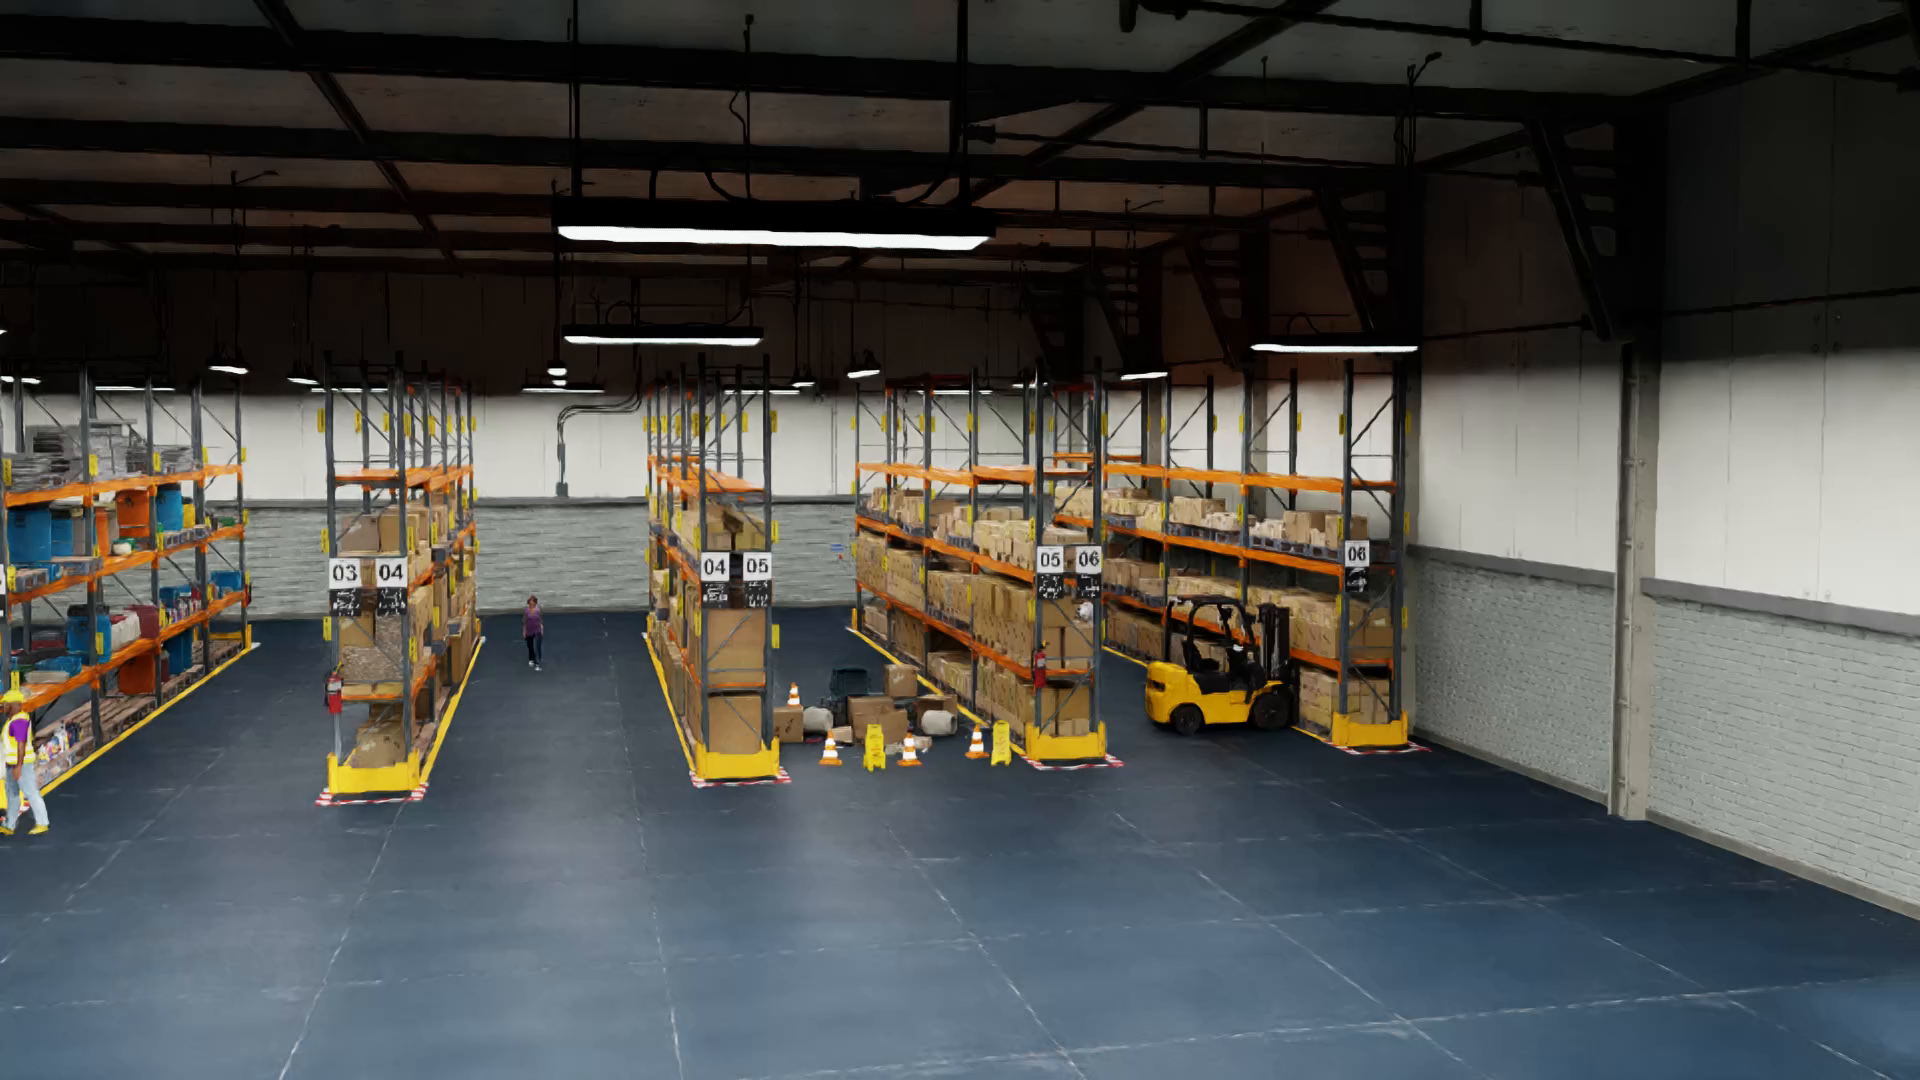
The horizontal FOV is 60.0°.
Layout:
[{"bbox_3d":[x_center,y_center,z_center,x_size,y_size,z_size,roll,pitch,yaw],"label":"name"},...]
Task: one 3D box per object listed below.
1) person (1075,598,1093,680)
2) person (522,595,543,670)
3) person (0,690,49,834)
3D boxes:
[{"bbox_3d":[2.437,1.846,32.640,0.555,1.754,0.623,1,4,15],"label":"person"},{"bbox_3d":[-8.729,1.868,33.952,0.417,1.517,1.036,-1,4,-10],"label":"person"},{"bbox_3d":[-11.532,2.714,20.313,0.629,1.767,0.683,-3,5,-36],"label":"person"}]
